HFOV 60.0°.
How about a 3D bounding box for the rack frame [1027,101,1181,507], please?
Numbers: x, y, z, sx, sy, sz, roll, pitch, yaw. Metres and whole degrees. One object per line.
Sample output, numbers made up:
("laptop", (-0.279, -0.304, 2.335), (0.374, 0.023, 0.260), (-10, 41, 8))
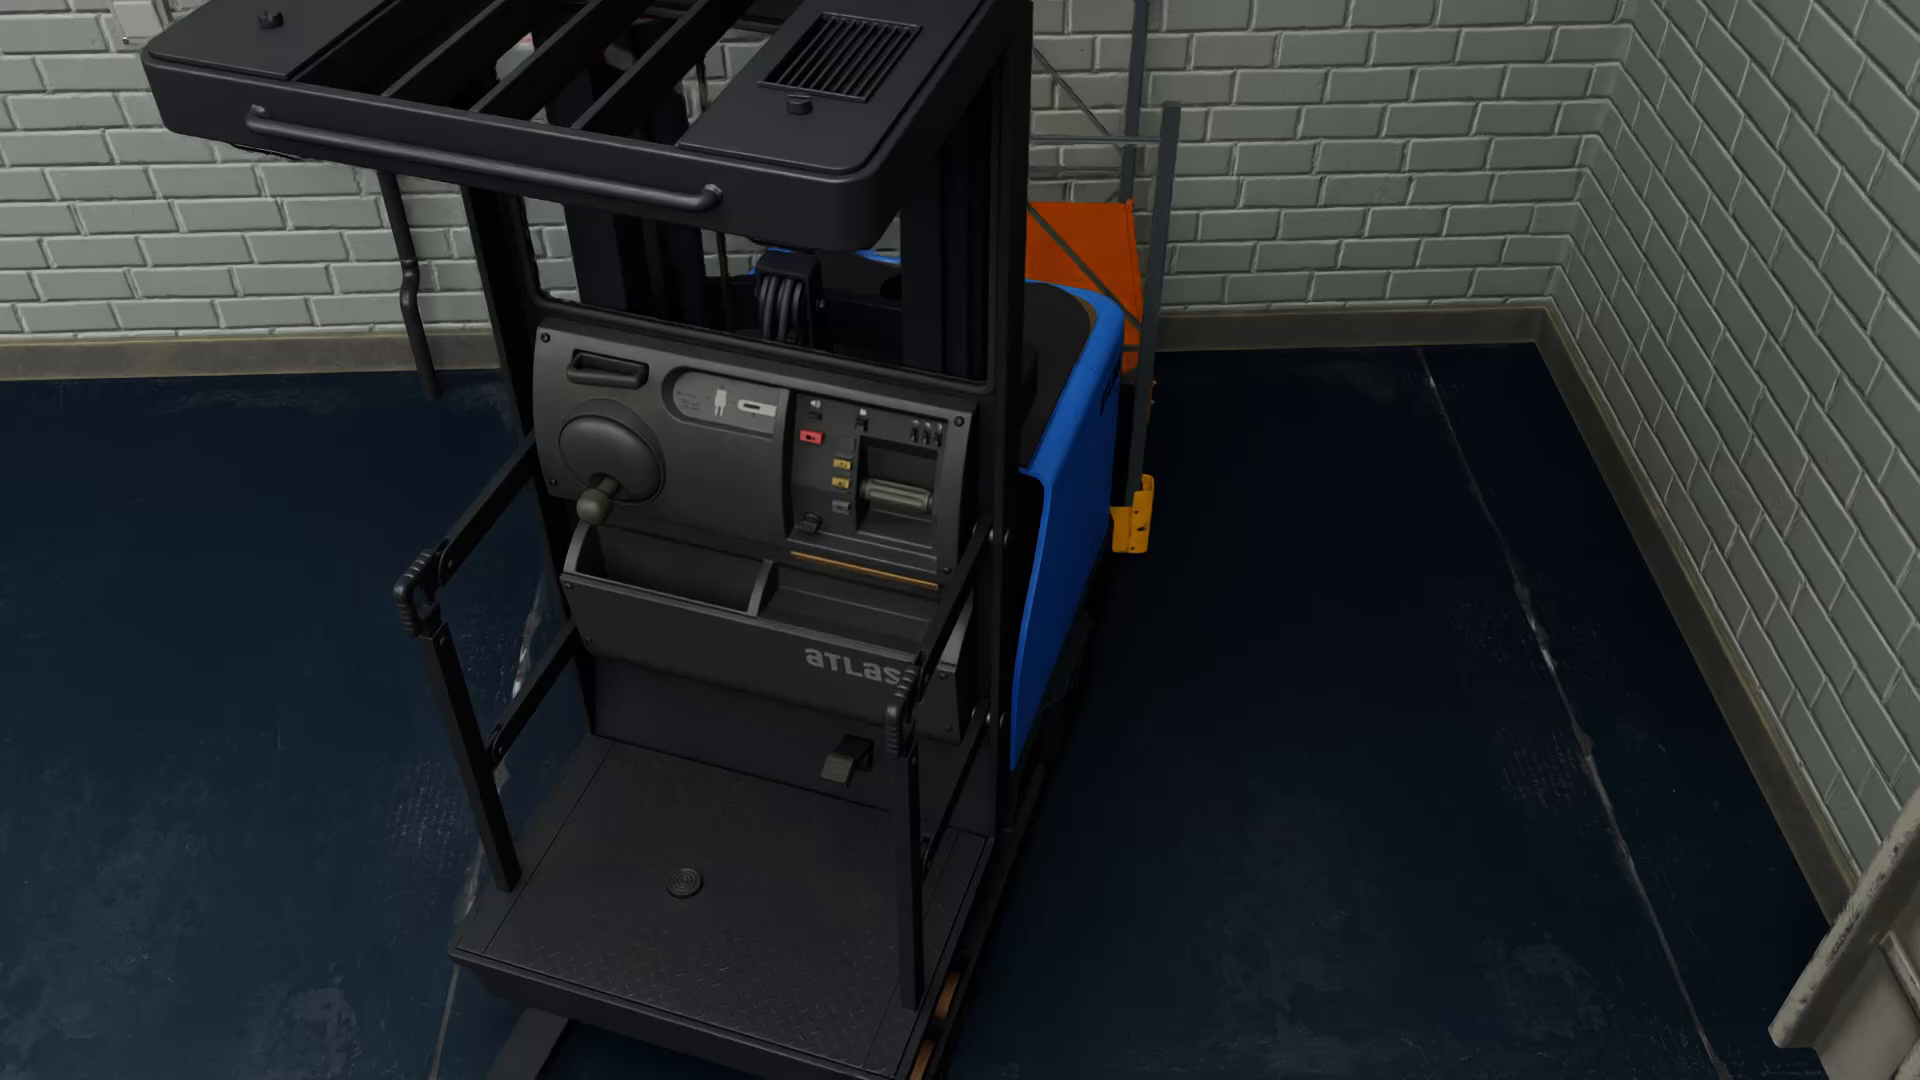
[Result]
("rack frame", (0.299, -0.543, 4.692), (0.500, 1.500, 0.032), (1, 41, 0))

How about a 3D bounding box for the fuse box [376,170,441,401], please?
("fuse box", (-1.809, -1.115, 5.200), (0.539, 1.711, 0.414), (-2, 43, -2))

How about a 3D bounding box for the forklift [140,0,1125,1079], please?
("forklift", (-0.492, -0.088, 3.177), (1.130, 2.935, 3.031), (12, 44, 13))

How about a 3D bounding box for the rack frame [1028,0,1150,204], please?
("rack frame", (0.321, -1.213, 5.455), (0.500, 1.500, 0.032), (1, 41, 0))

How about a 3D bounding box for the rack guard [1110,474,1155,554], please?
("rack guard", (0.293, -0.086, 5.119), (0.587, 0.250, 0.087), (1, 41, 0))

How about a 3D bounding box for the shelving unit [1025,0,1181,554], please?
("shelving unit", (0.310, -0.884, 5.080), (0.587, 1.500, 1.083), (1, 41, 0))

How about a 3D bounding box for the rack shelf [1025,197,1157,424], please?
("rack shelf", (0.308, -0.743, 5.192), (0.538, 0.185, 1.000), (1, 41, 0))

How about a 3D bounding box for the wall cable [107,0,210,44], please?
("wall cable", (-2.497, -2.051, 4.516), (0.588, 1.984, 0.122), (-2, 43, -2))

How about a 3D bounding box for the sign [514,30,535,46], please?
("sign", (-1.324, -1.709, 4.965), (0.329, 0.494, 0.001), (-2, 43, -2))
